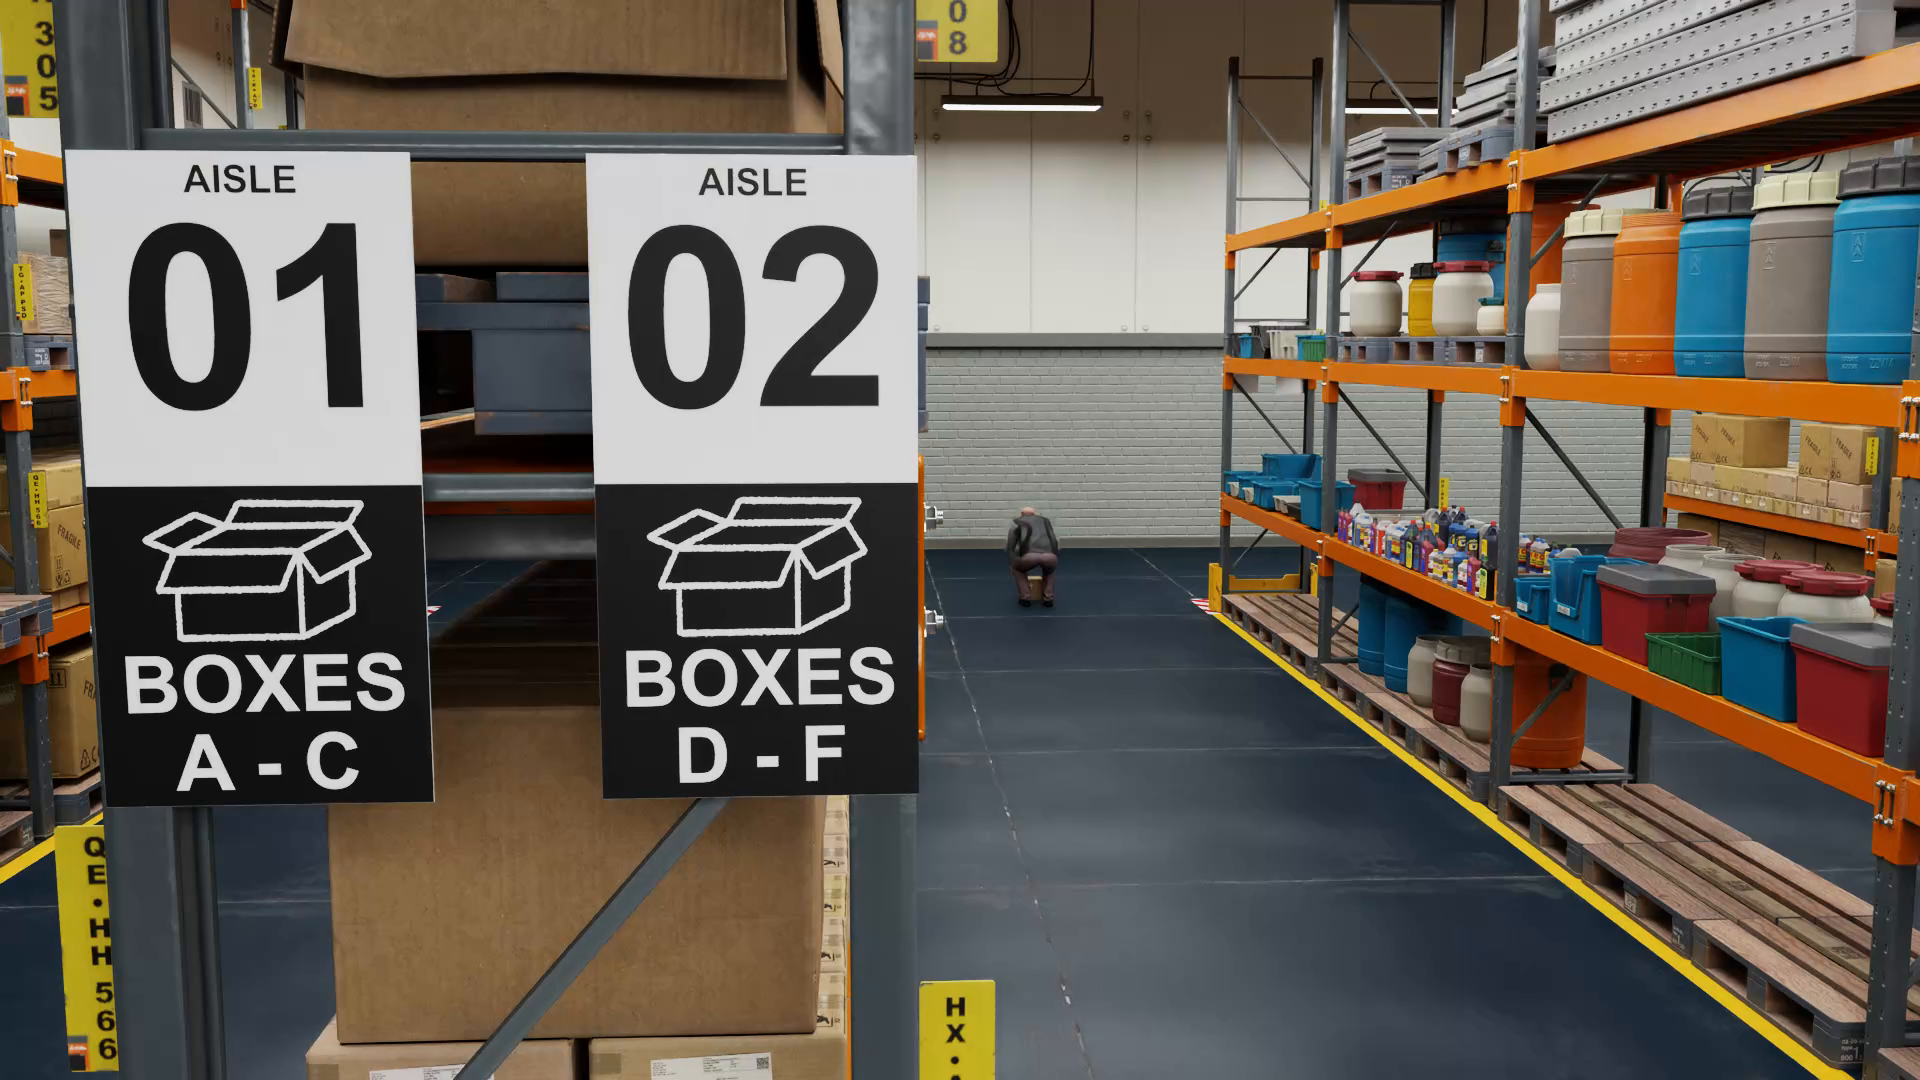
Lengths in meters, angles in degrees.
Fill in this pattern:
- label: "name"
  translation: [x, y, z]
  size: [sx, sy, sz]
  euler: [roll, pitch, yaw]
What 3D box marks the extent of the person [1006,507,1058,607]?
- label: "person"
  translation: [0.821, 0.195, 18.923]
  size: [0.558, 1.083, 0.837]
  euler: [0, 7, -4]
